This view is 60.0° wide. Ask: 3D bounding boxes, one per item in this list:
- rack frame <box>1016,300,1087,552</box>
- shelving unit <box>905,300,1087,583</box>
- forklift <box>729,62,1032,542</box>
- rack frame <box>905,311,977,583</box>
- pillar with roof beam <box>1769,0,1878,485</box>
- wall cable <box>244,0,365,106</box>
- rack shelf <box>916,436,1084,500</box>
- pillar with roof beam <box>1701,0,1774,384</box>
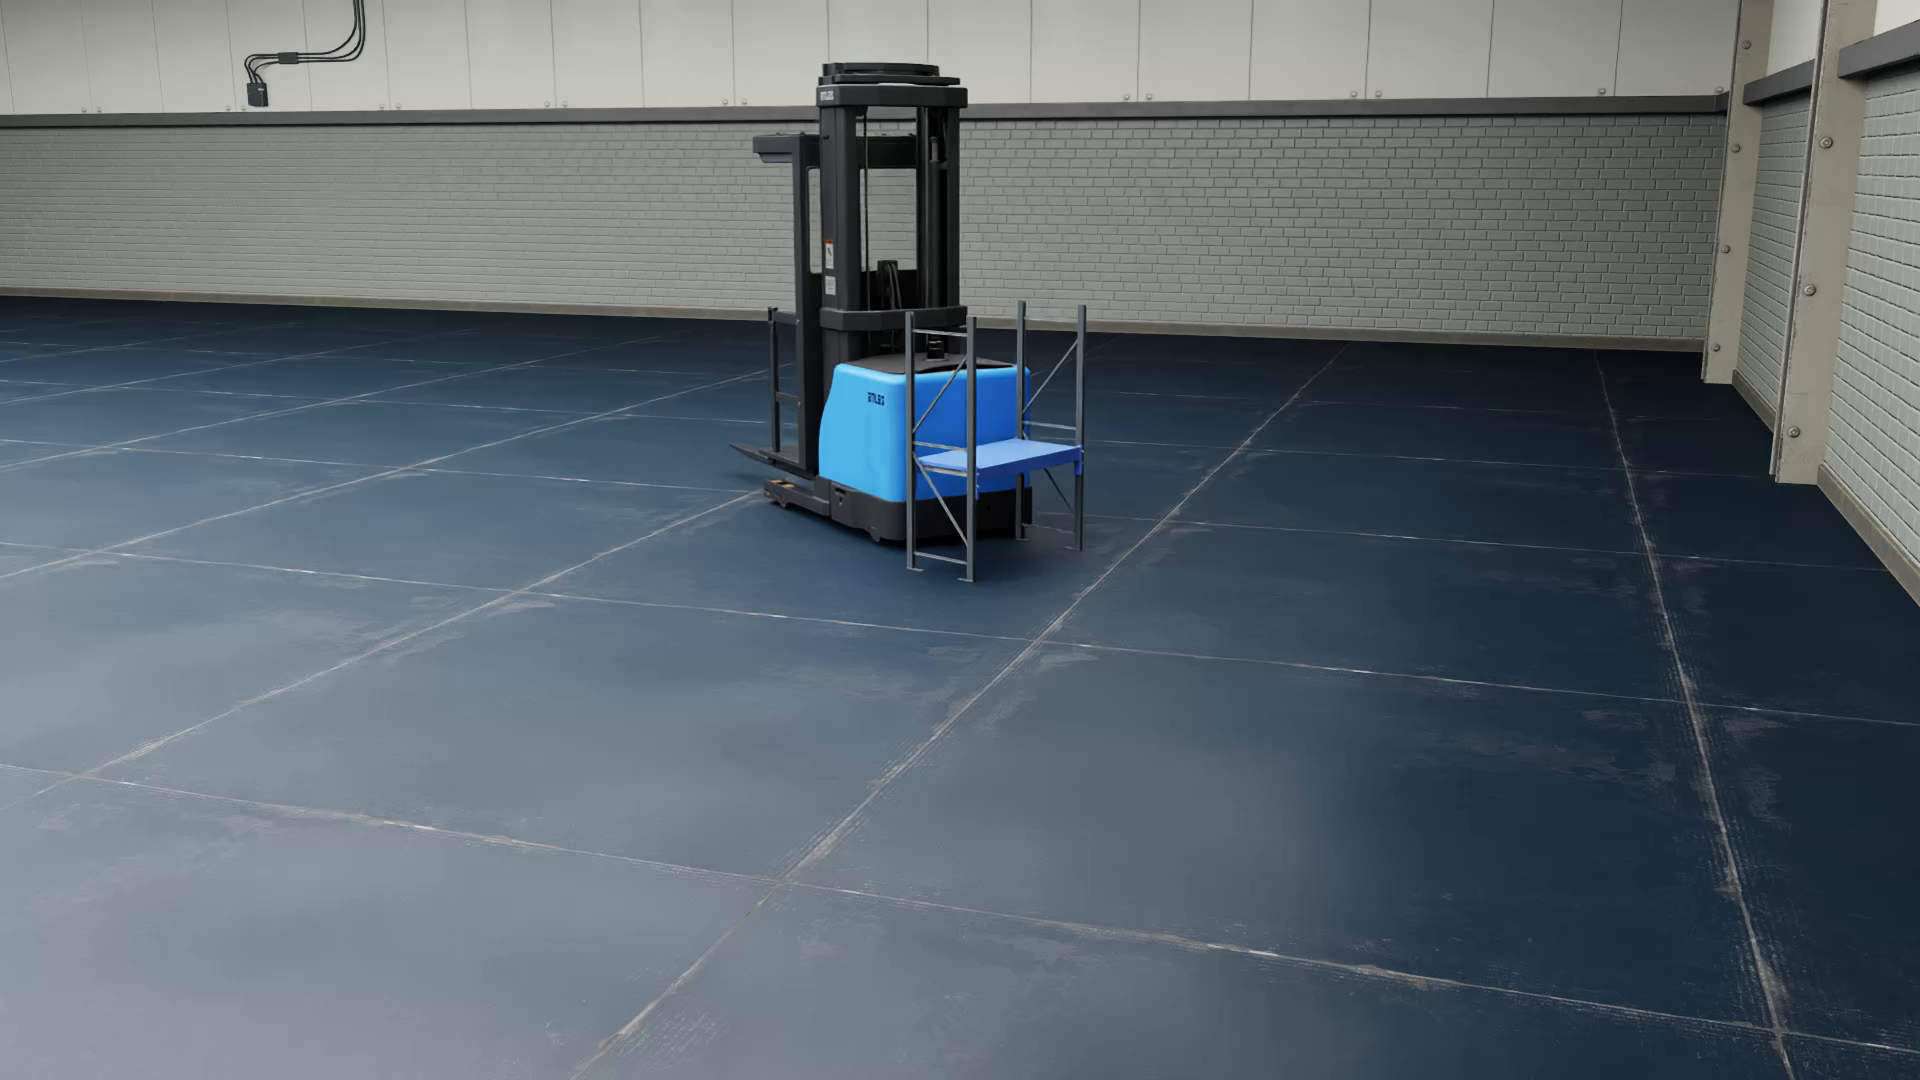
[{"bbox_3d":[0.551,-0.697,10.171,0.500,1.500,0.032,11,17,39],"label":"rack frame"},{"bbox_3d":[0.221,-0.611,9.794,0.538,1.500,1.048,11,17,39],"label":"shelving unit"},{"bbox_3d":[-0.715,-1.696,11.332,1.130,2.935,3.031,-7,15,-29],"label":"forklift"},{"bbox_3d":[-0.109,-0.525,9.417,0.500,1.500,0.032,11,17,39],"label":"rack frame"},{"bbox_3d":[2.206,-5.157,12.858,9.100,9.000,0.400,4,14,18],"label":"pillar with roof beam"},{"bbox_3d":[-10.402,-9.874,25.884,2.305,6.003,0.169,4,14,18],"label":"wall cable"},{"bbox_3d":[0.221,-0.436,9.834,0.538,0.185,1.000,11,17,39],"label":"rack shelf"},{"bbox_3d":[4.148,-6.420,18.393,9.100,9.000,0.400,4,14,18],"label":"pillar with roof beam"}]
